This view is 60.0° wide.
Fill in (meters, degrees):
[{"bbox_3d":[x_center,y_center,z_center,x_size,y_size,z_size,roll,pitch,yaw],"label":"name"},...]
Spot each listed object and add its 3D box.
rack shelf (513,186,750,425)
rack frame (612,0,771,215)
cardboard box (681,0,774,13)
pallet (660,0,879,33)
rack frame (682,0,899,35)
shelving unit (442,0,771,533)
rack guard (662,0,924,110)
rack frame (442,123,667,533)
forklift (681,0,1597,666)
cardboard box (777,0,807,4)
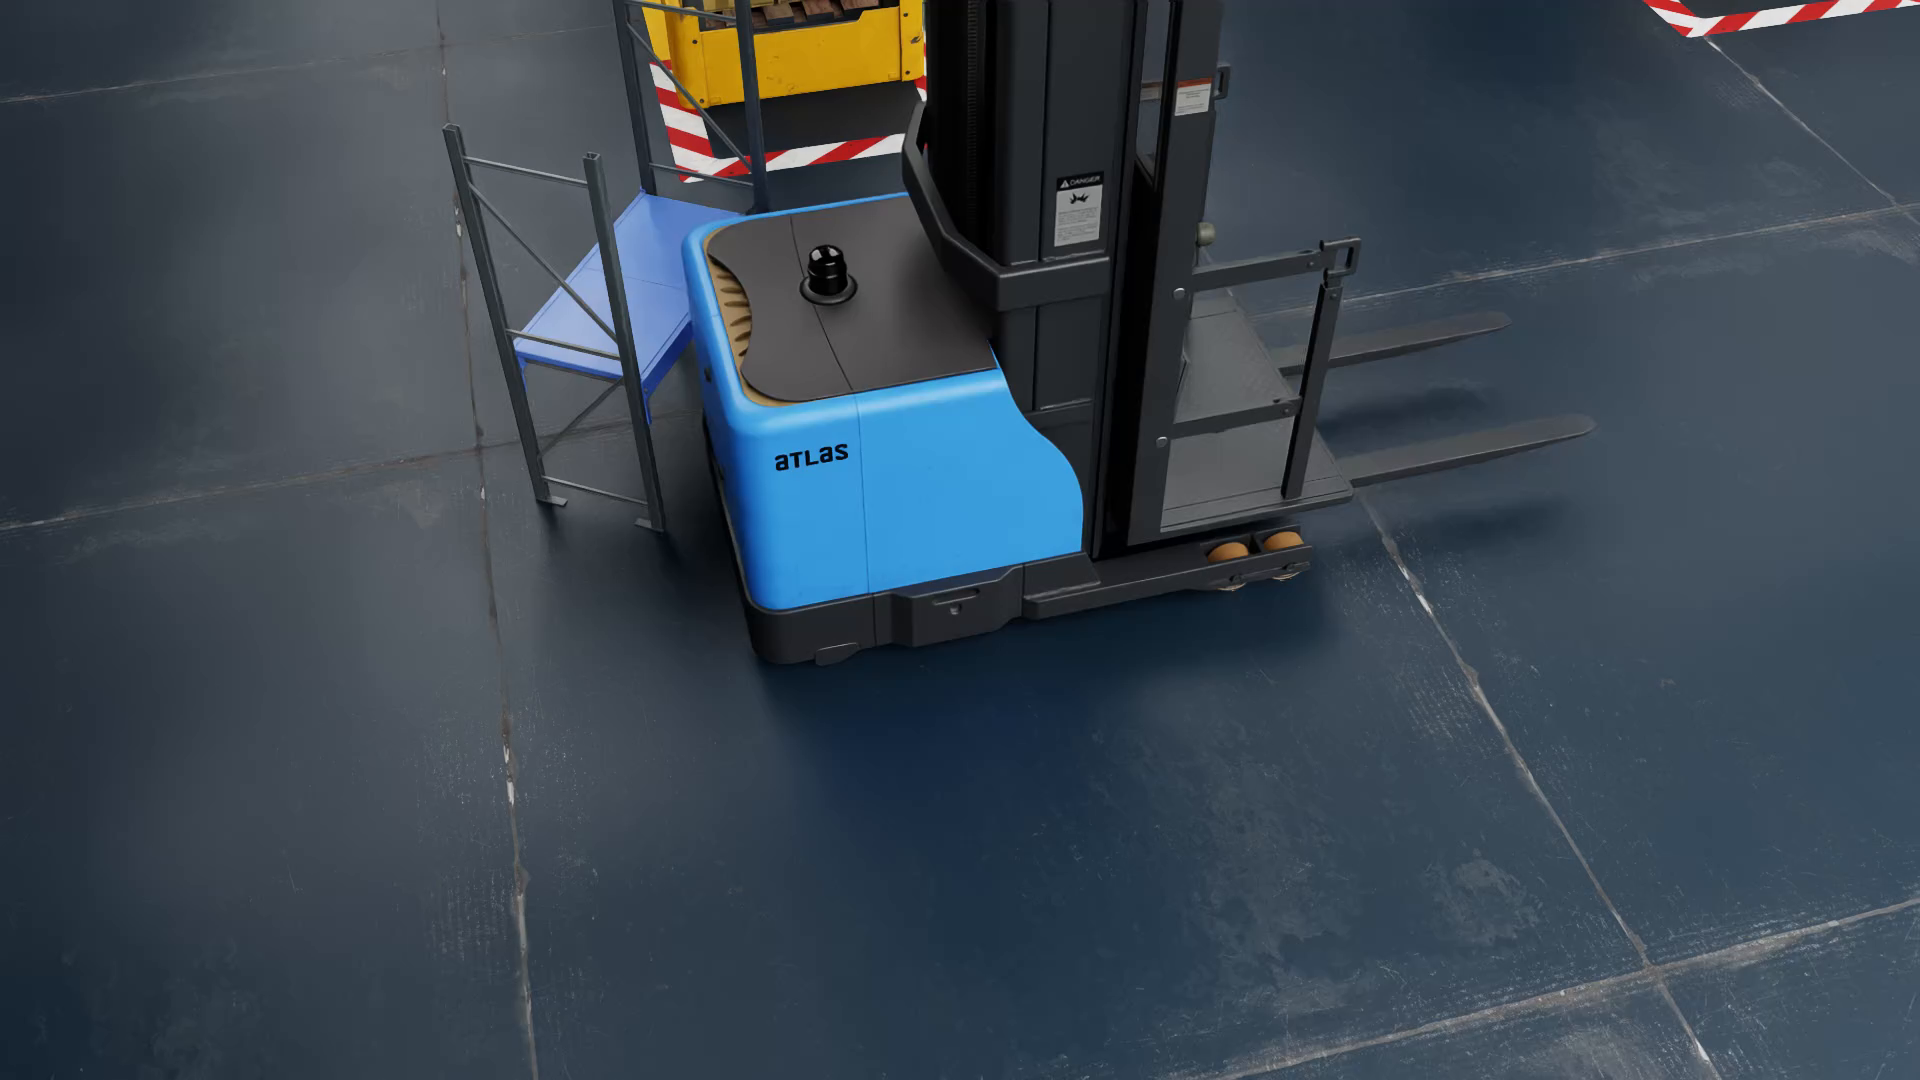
[{"bbox_3d":[-1.093,-0.836,5.771,0.538,0.185,1.000,14,47,13],"label":"rack shelf"},{"bbox_3d":[-0.924,-1.304,5.978,0.500,1.500,0.032,14,47,13],"label":"rack frame"},{"bbox_3d":[-1.194,-2.776,8.002,0.500,0.250,0.500,-11,47,-10],"label":"cardboard box"},{"bbox_3d":[-1.007,-2.820,8.366,1.003,0.211,1.213,-11,47,-10],"label":"pallet"},{"bbox_3d":[-0.771,-3.275,6.860,1.000,3.000,0.127,-11,47,-10],"label":"rack frame"},{"bbox_3d":[-1.093,-0.962,5.642,0.538,1.500,1.048,14,47,13],"label":"shelving unit"},{"bbox_3d":[-0.765,-2.384,7.736,1.175,0.500,0.348,-11,47,-10],"label":"rack guard"},{"bbox_3d":[-1.261,-0.619,5.307,0.500,1.500,0.032,14,47,13],"label":"rack frame"},{"bbox_3d":[0.686,-1.211,4.884,3.031,2.935,1.130,-11,47,-11],"label":"forklift"},{"bbox_3d":[-0.693,-2.871,8.095,0.500,0.250,0.500,-11,47,-10],"label":"cardboard box"}]
